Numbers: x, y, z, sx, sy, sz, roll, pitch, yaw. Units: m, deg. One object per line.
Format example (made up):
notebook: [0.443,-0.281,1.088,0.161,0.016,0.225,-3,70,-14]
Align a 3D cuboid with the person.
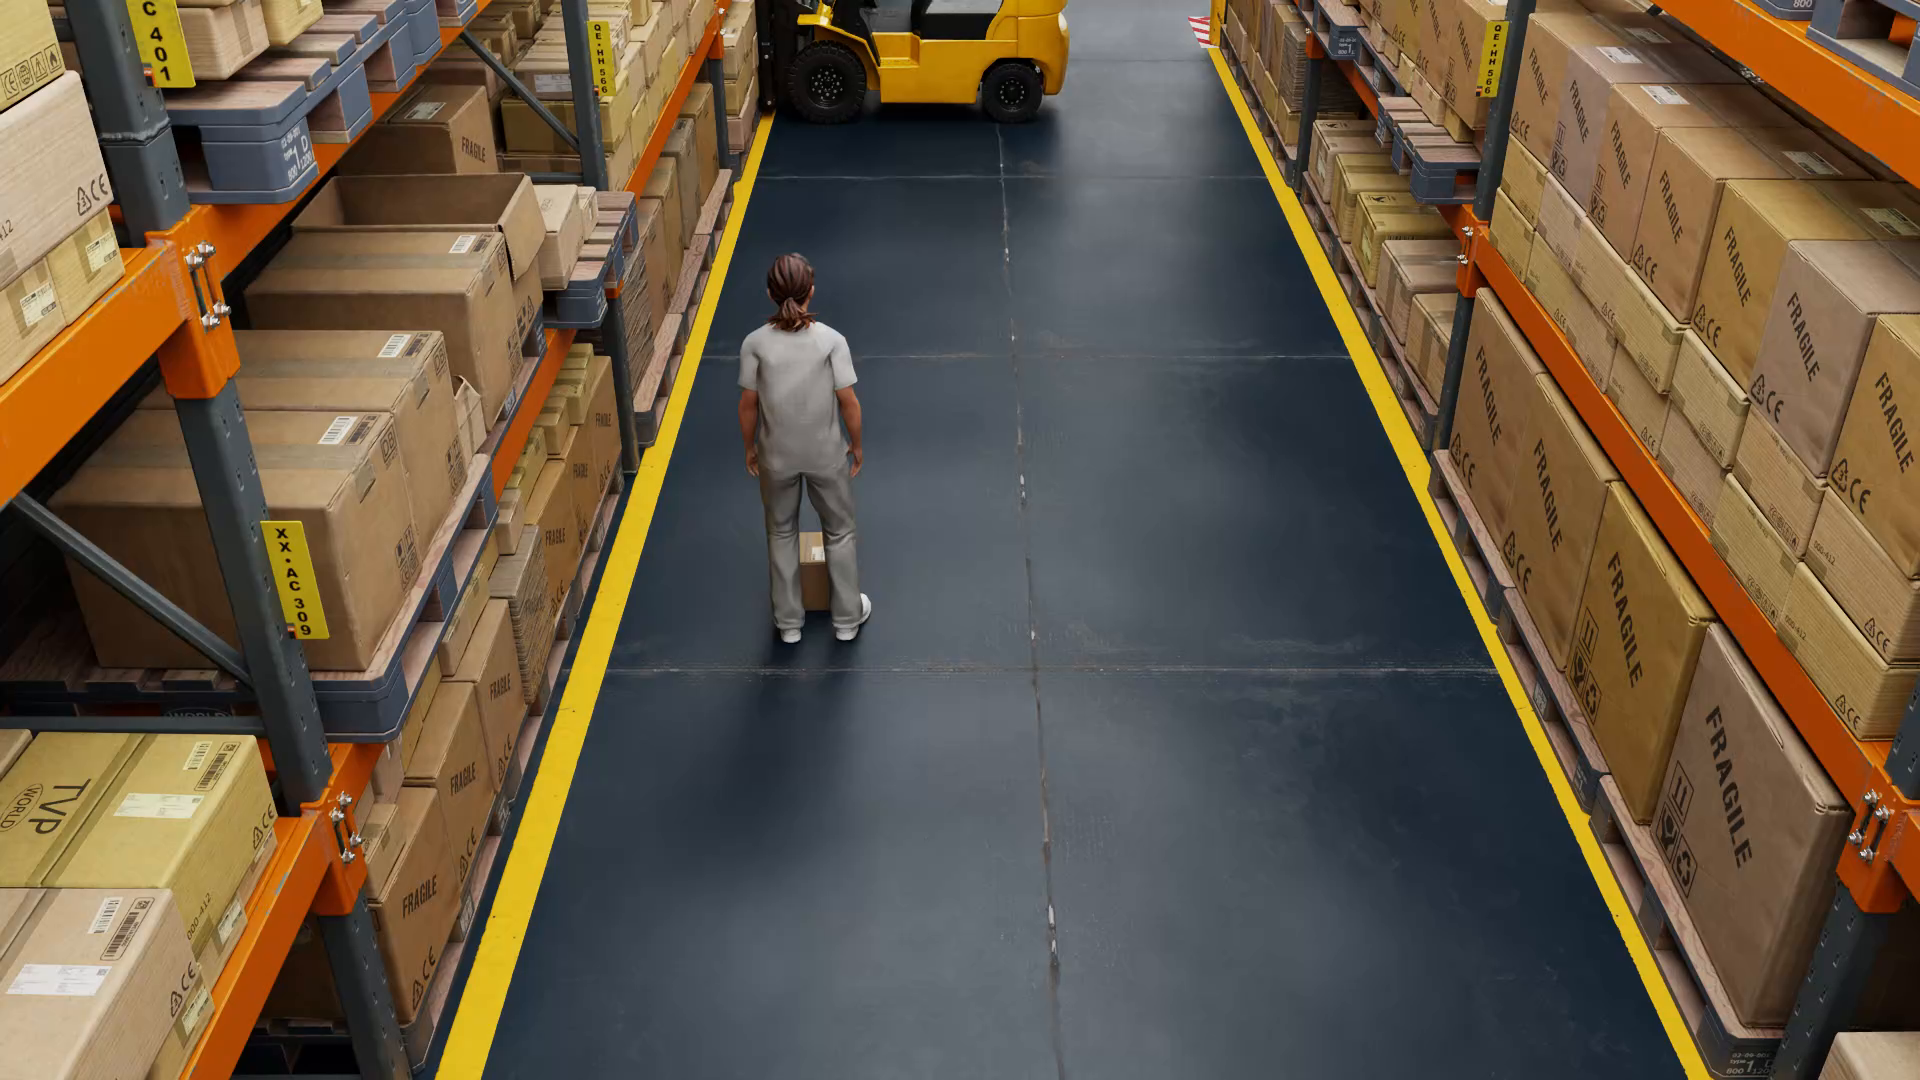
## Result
person: [-0.630,-0.341,6.689,0.489,1.673,0.358,0,32,-1]
